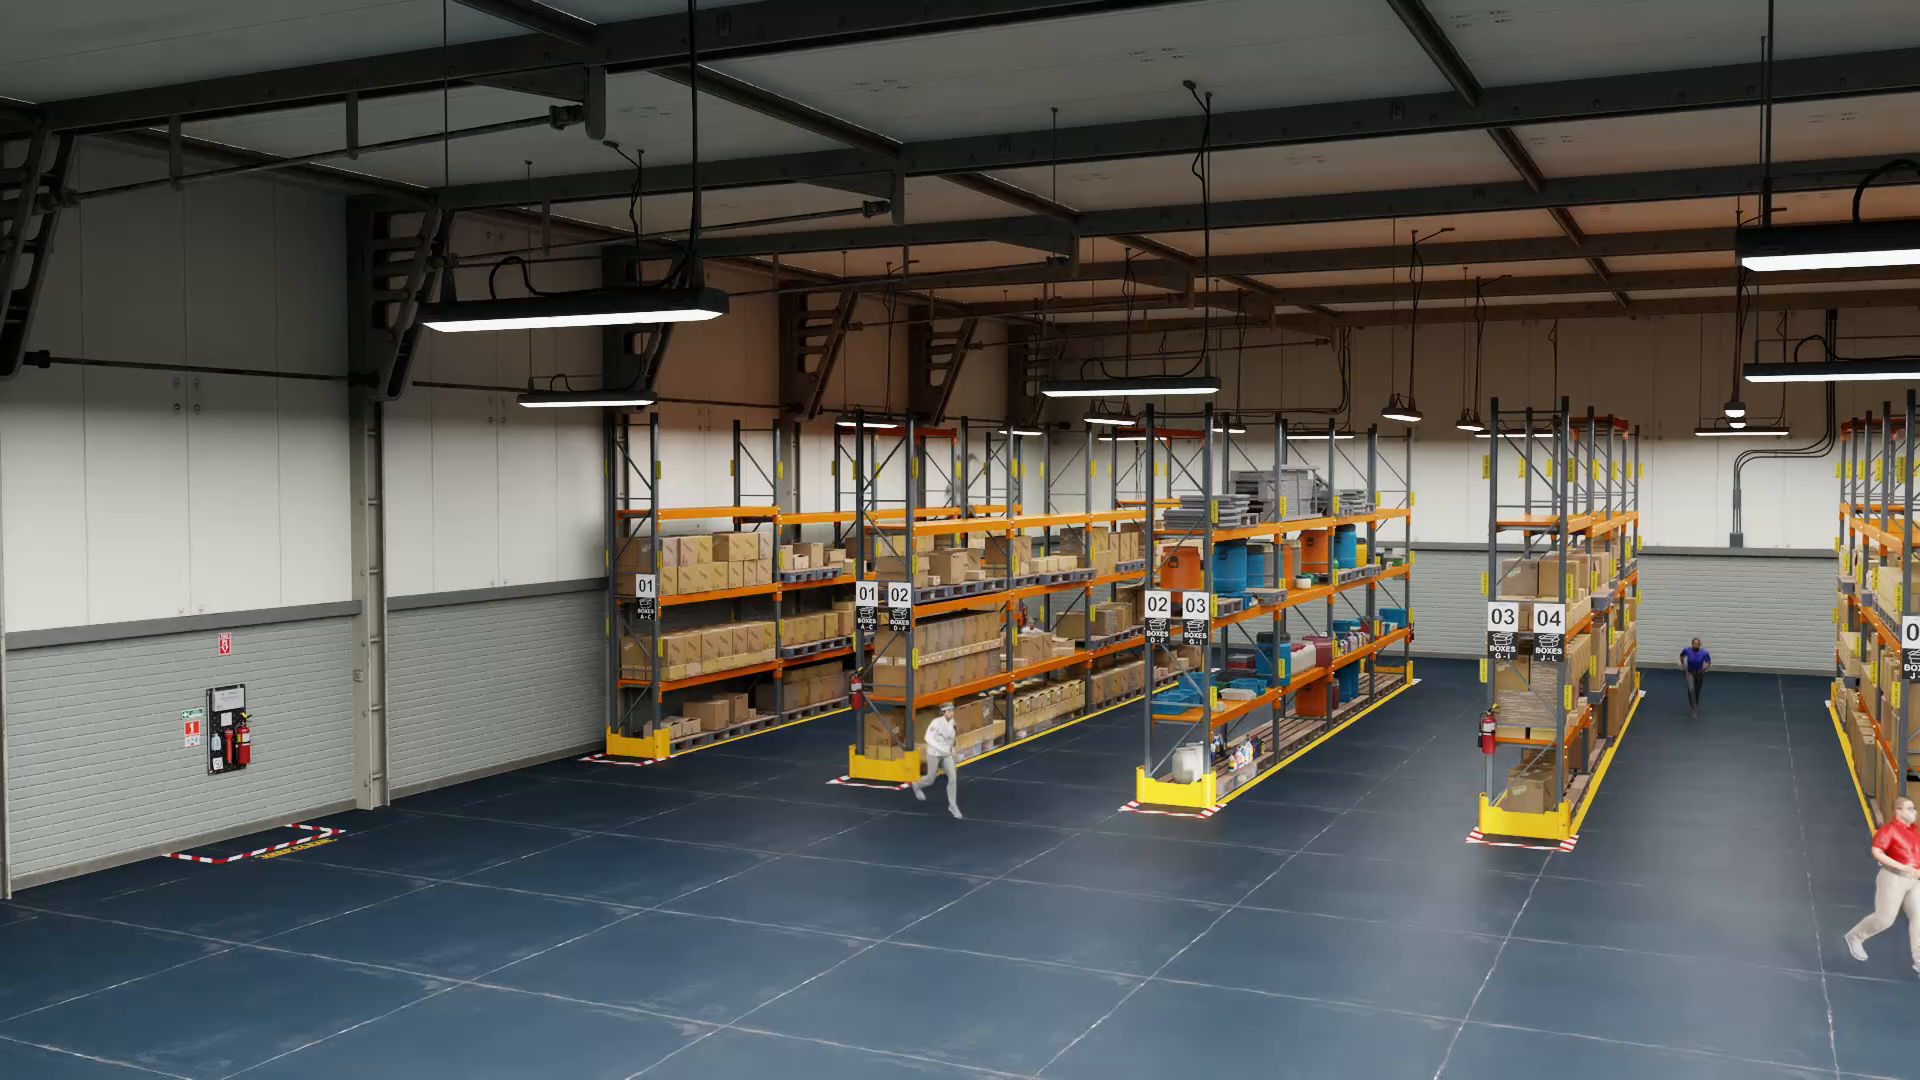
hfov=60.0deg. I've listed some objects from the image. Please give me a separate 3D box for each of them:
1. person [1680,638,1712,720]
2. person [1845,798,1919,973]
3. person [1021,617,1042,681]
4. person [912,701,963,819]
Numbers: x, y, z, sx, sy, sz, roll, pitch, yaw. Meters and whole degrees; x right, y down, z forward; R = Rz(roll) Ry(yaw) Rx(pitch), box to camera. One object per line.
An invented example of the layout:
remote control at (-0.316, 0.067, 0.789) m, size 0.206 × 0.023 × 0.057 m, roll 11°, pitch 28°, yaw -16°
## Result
person at (14.933, 2.777, 33.777) m, size 0.594 × 1.634 × 1.047 m, roll 1°, pitch 3°, yaw 23°
person at (9.386, 3.436, 16.581) m, size 0.703 × 1.732 × 0.994 m, roll -1°, pitch 3°, yaw -22°
person at (1.676, 2.591, 38.422) m, size 0.635 × 1.669 × 0.759 m, roll 1°, pitch 3°, yaw 20°
person at (-0.324, 3.159, 24.248) m, size 0.619 × 1.681 × 1.062 m, roll -2°, pitch 3°, yaw -40°
